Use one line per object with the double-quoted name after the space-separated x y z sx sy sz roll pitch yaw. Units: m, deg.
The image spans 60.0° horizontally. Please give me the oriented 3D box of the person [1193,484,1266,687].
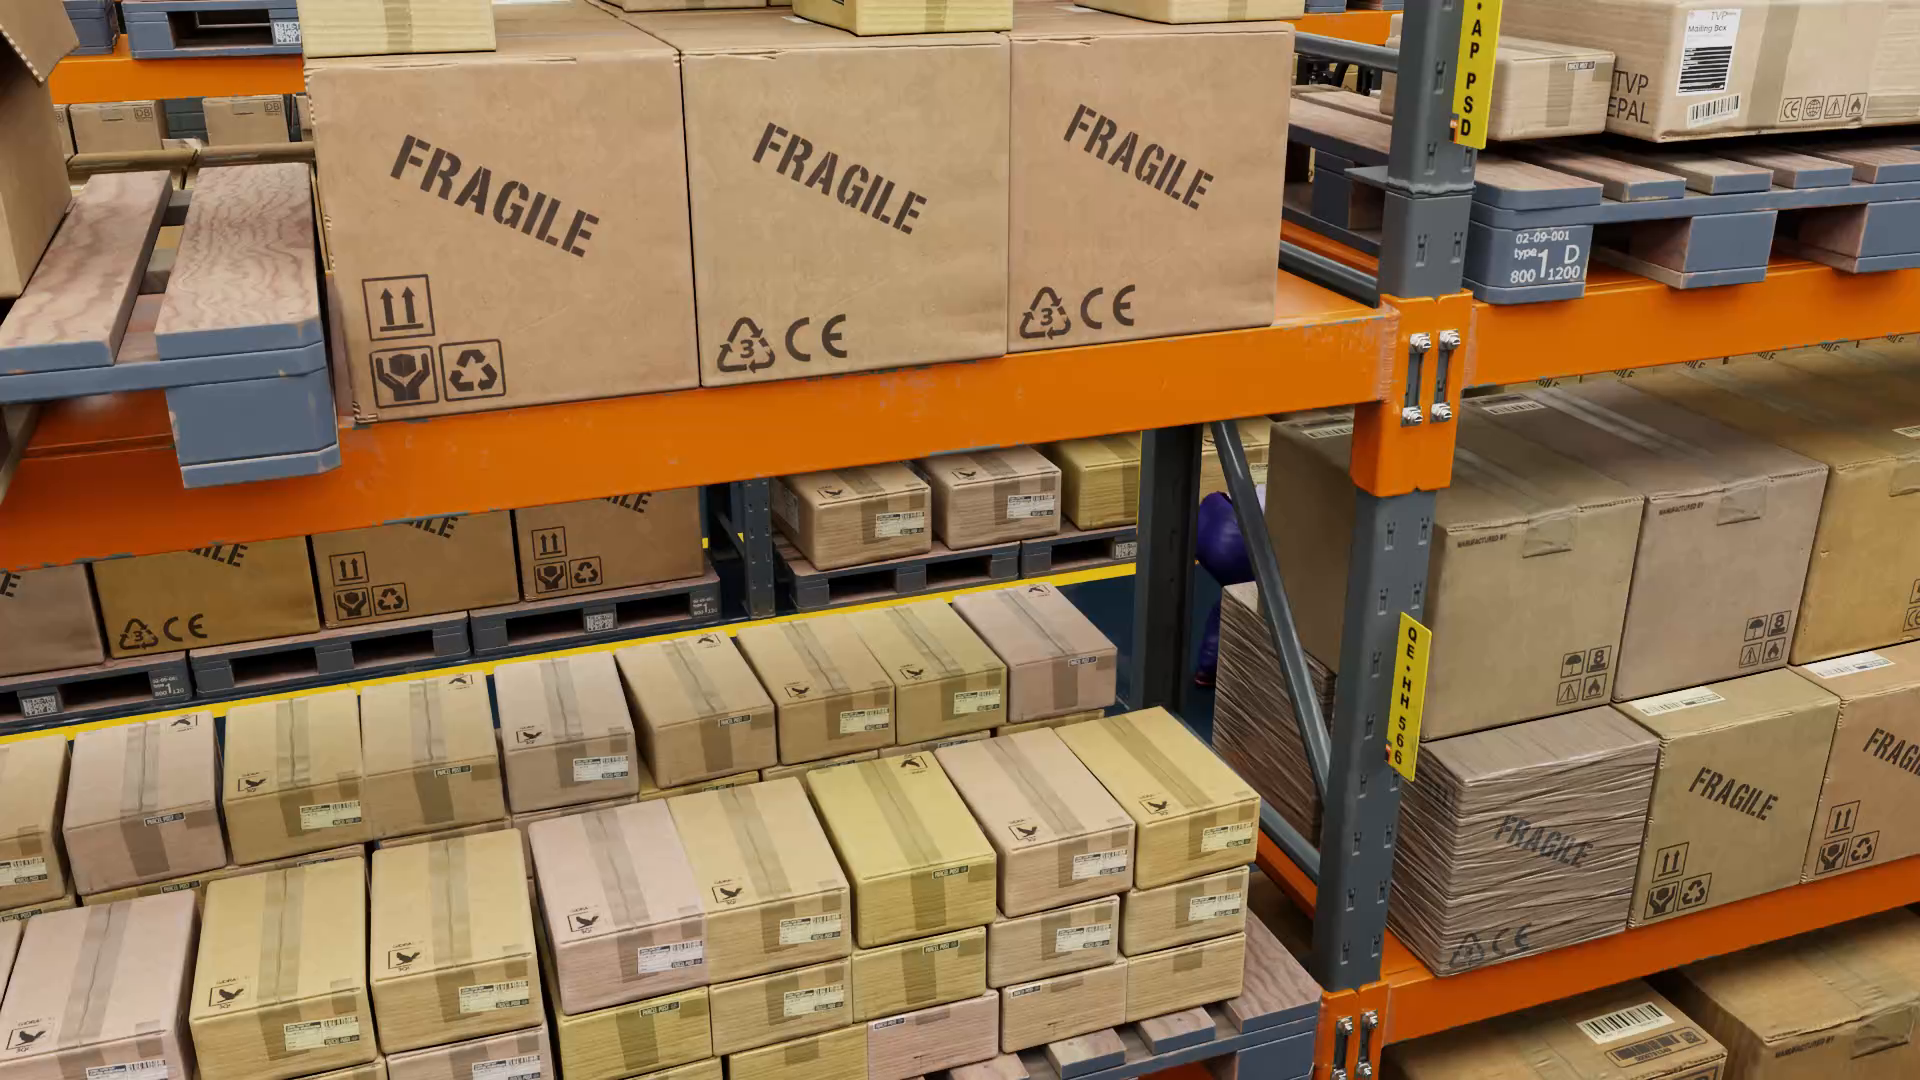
1.445 0.214 7.446 0.910 1.001 0.483 -9 24 -21 "person"
